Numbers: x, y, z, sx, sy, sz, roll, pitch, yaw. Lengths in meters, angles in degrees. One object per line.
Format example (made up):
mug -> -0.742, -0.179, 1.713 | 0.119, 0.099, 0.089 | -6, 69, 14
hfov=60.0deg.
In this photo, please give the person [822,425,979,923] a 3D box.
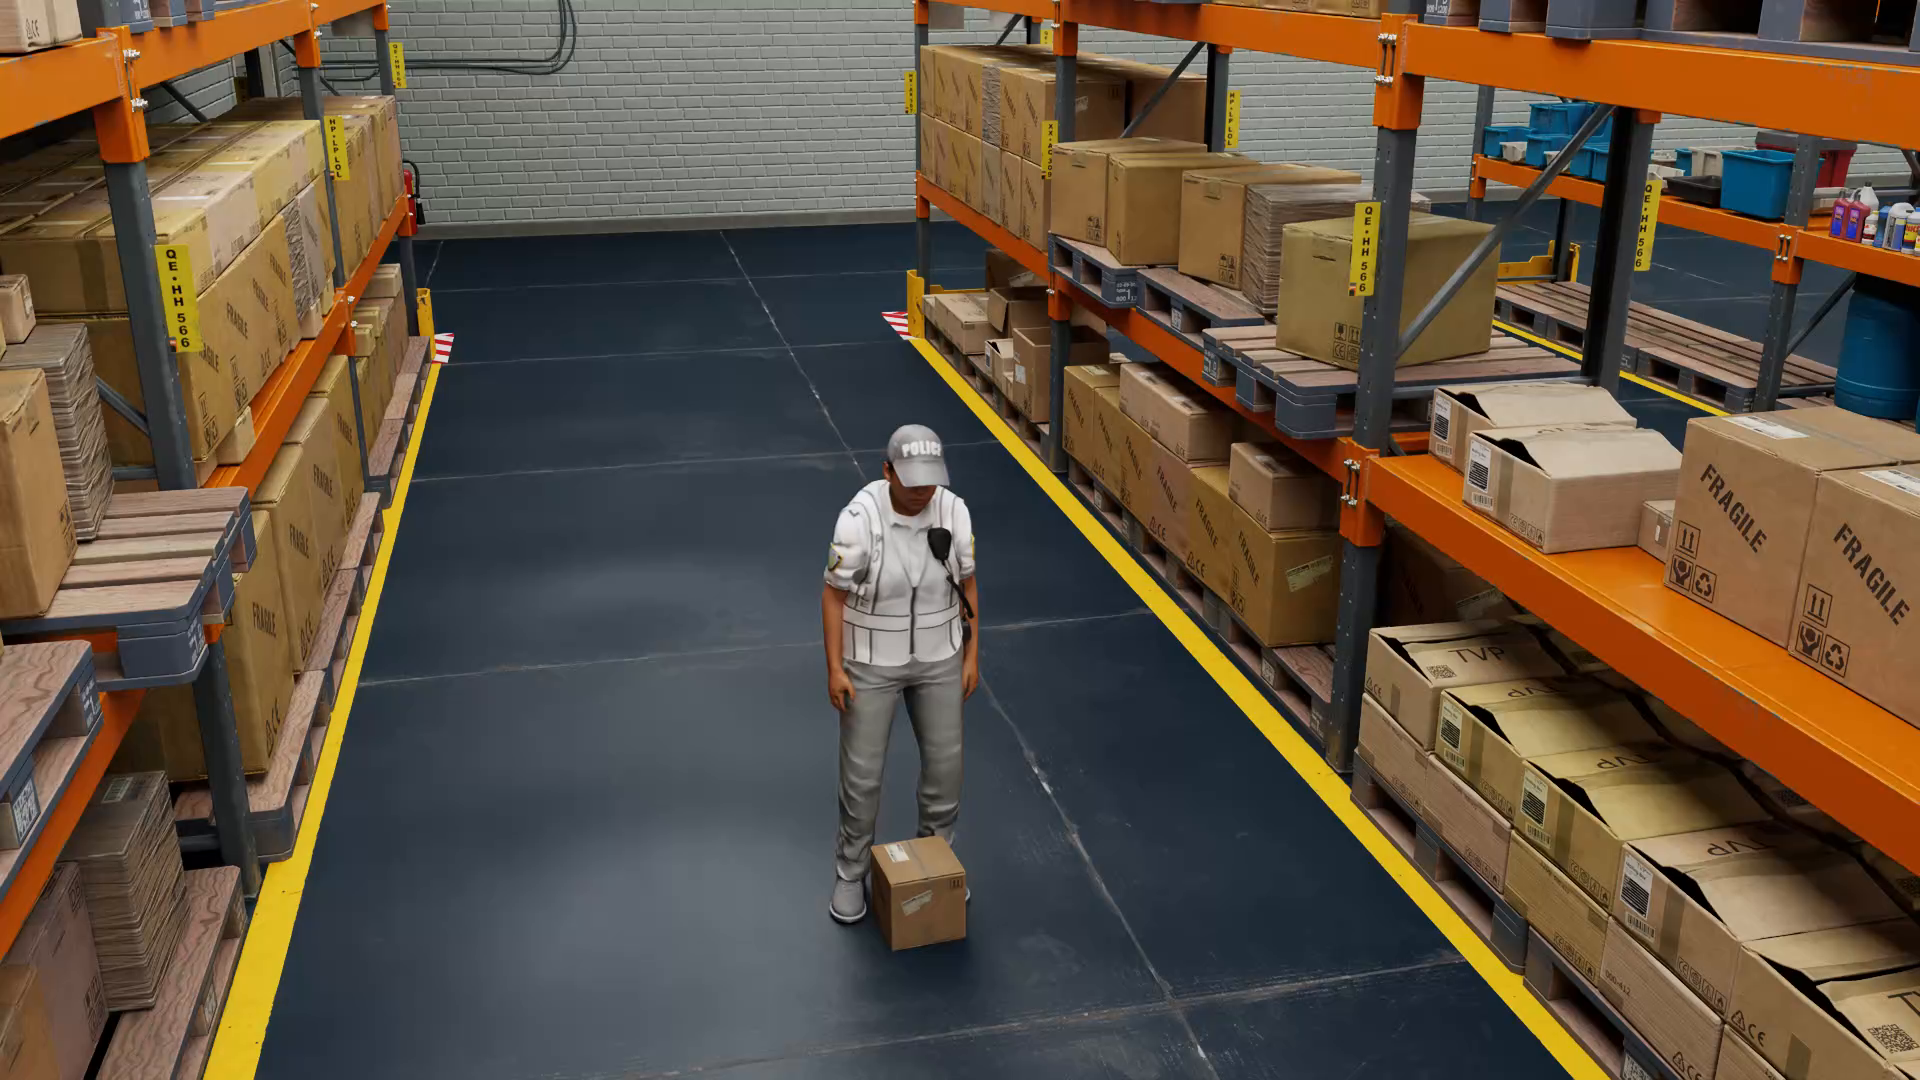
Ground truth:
person -> -0.189, 0.417, 5.403 | 0.549, 1.664, 0.470 | -5, 20, -15
